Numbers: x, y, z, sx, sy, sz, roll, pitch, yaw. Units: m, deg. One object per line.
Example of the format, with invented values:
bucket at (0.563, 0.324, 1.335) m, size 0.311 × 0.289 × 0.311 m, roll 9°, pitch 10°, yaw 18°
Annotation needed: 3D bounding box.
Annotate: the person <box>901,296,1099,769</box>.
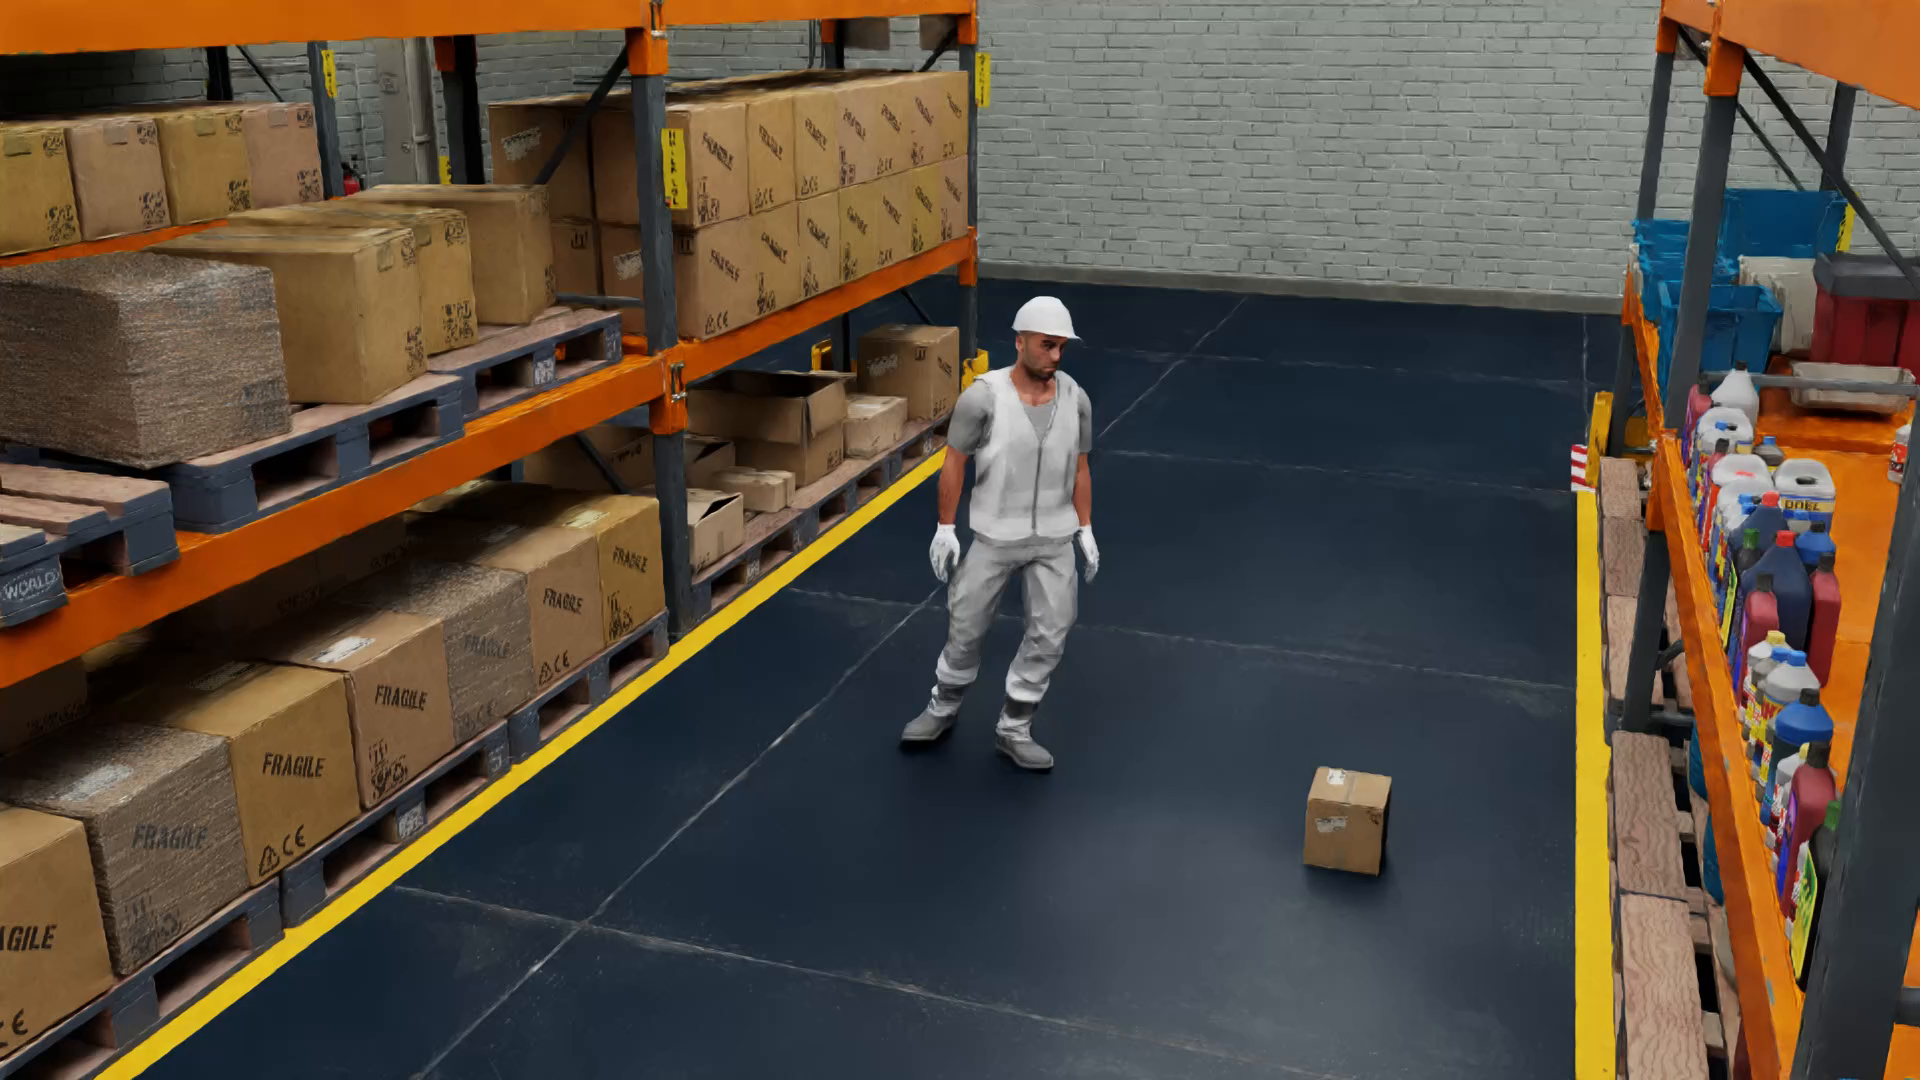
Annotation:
person at (0.141, -0.030, 6.141) m, size 0.721 × 1.764 × 0.508 m, roll -5°, pitch 19°, yaw -14°
